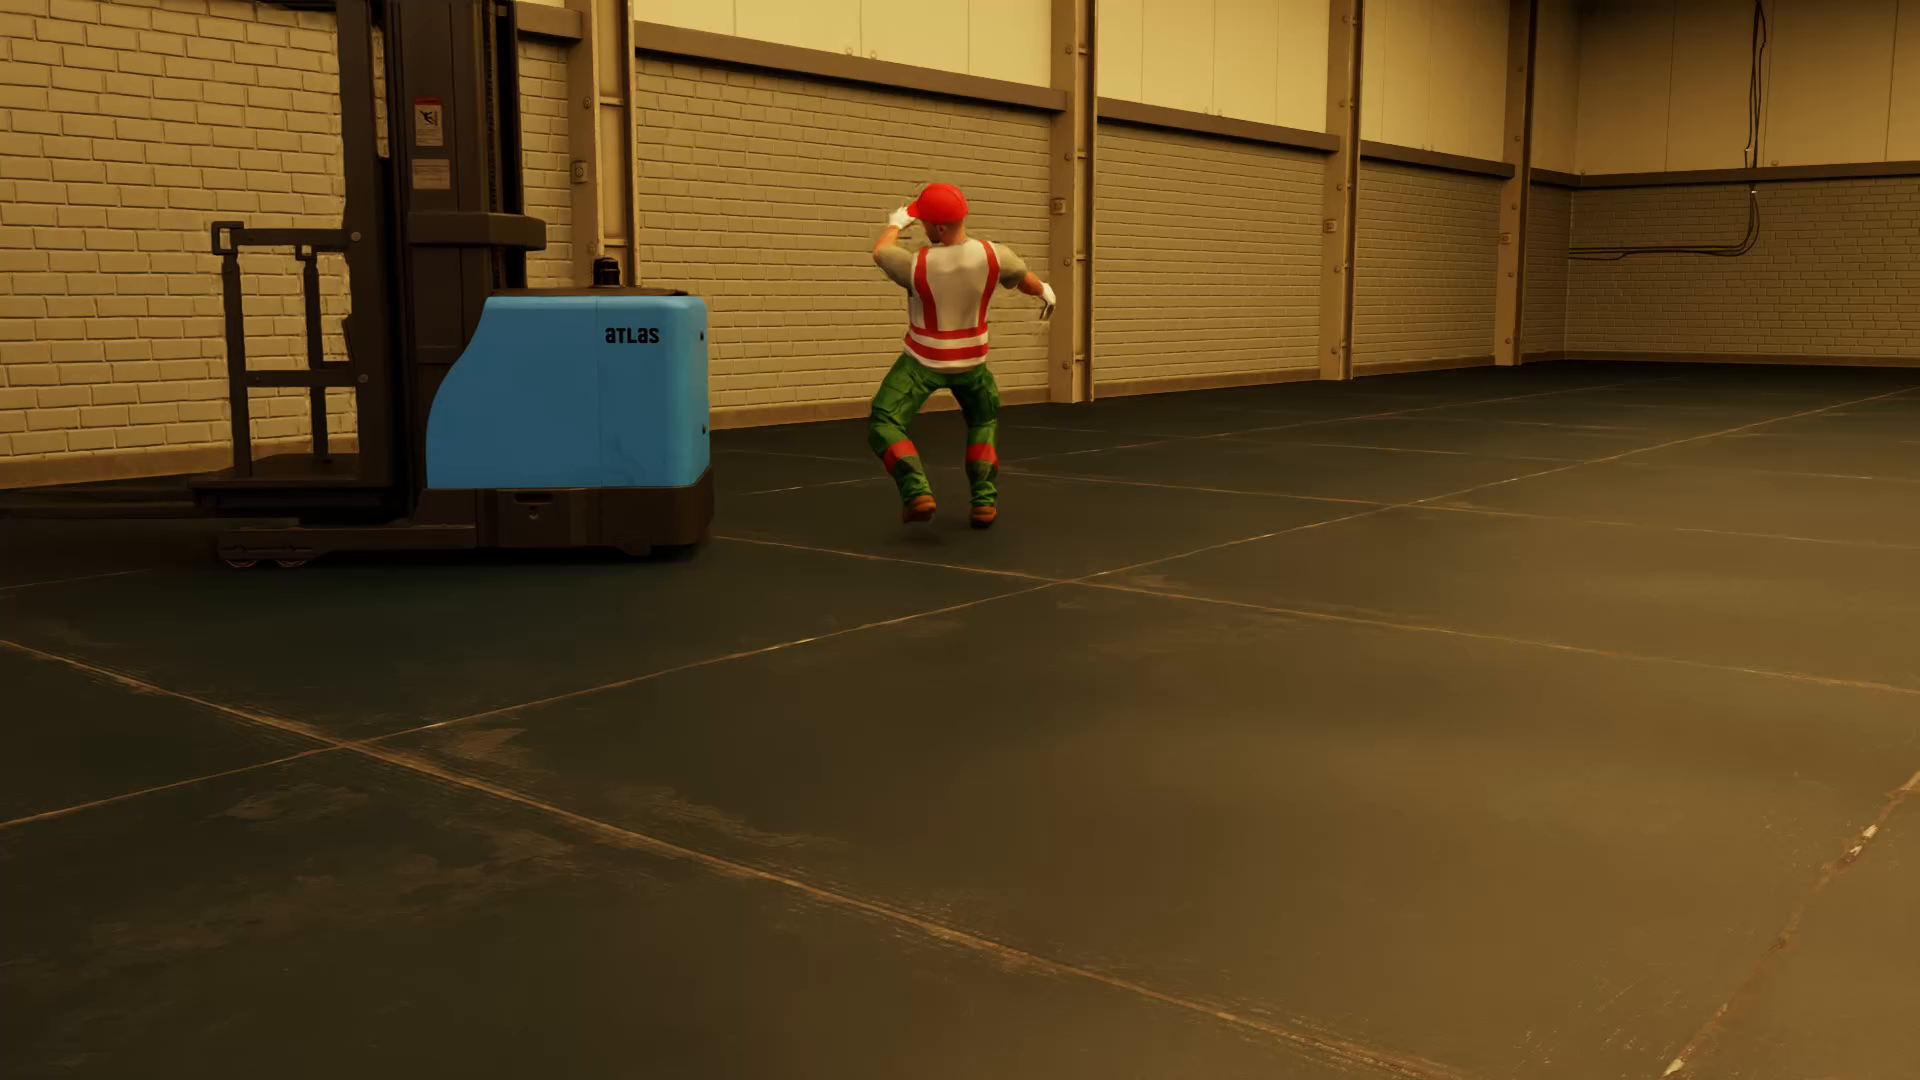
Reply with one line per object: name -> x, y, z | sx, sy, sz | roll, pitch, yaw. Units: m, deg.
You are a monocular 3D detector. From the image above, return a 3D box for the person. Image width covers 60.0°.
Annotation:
person -> 0.046, -0.855, 7.768 | 1.045, 1.542, 0.782 | -5, 10, -32

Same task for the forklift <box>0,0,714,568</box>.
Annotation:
forklift -> -2.620, -1.417, 6.966 | 3.031, 2.935, 1.130 | -1, 8, -4
